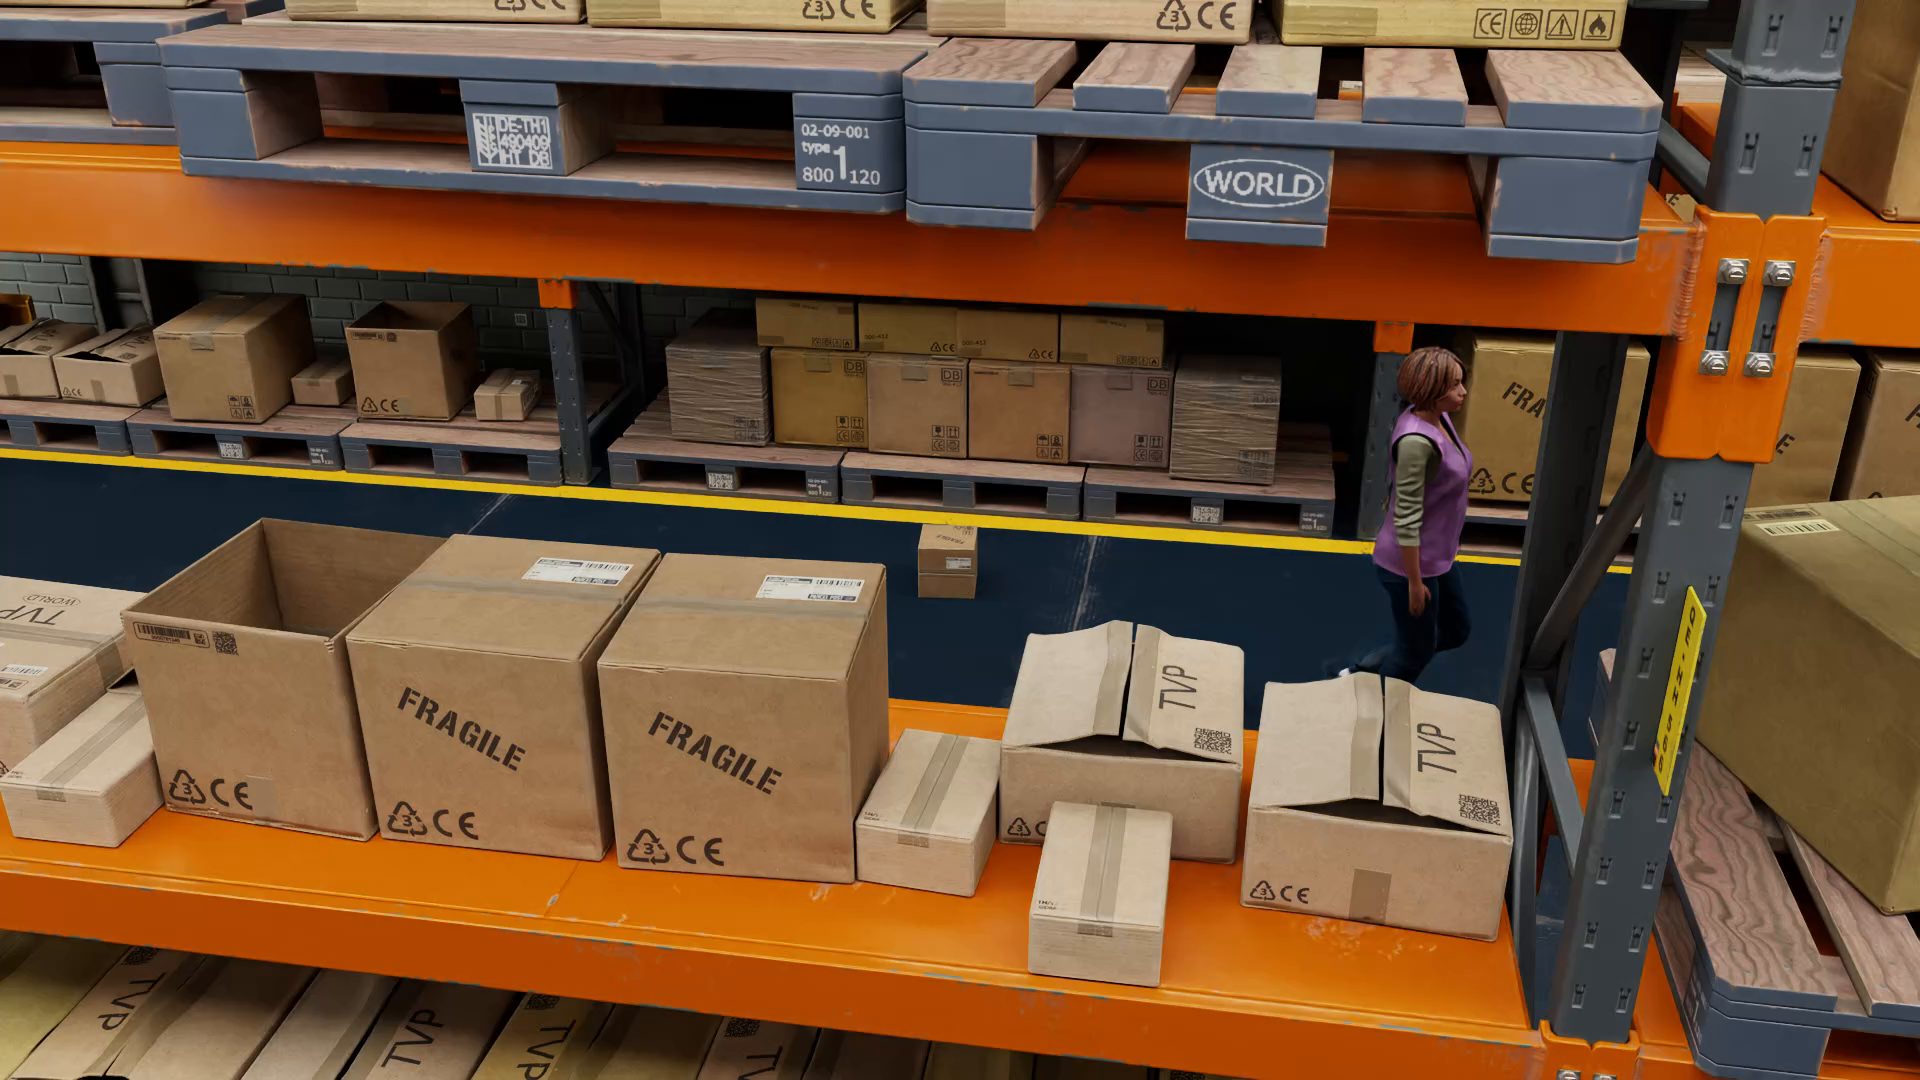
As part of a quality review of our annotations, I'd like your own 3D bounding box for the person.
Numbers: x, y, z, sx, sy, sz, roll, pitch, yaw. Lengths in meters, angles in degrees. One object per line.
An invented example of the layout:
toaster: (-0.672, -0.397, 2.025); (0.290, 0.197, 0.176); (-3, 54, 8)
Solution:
person: (1.606, 0.073, 5.900); (0.442, 1.594, 0.435); (11, 27, 22)
